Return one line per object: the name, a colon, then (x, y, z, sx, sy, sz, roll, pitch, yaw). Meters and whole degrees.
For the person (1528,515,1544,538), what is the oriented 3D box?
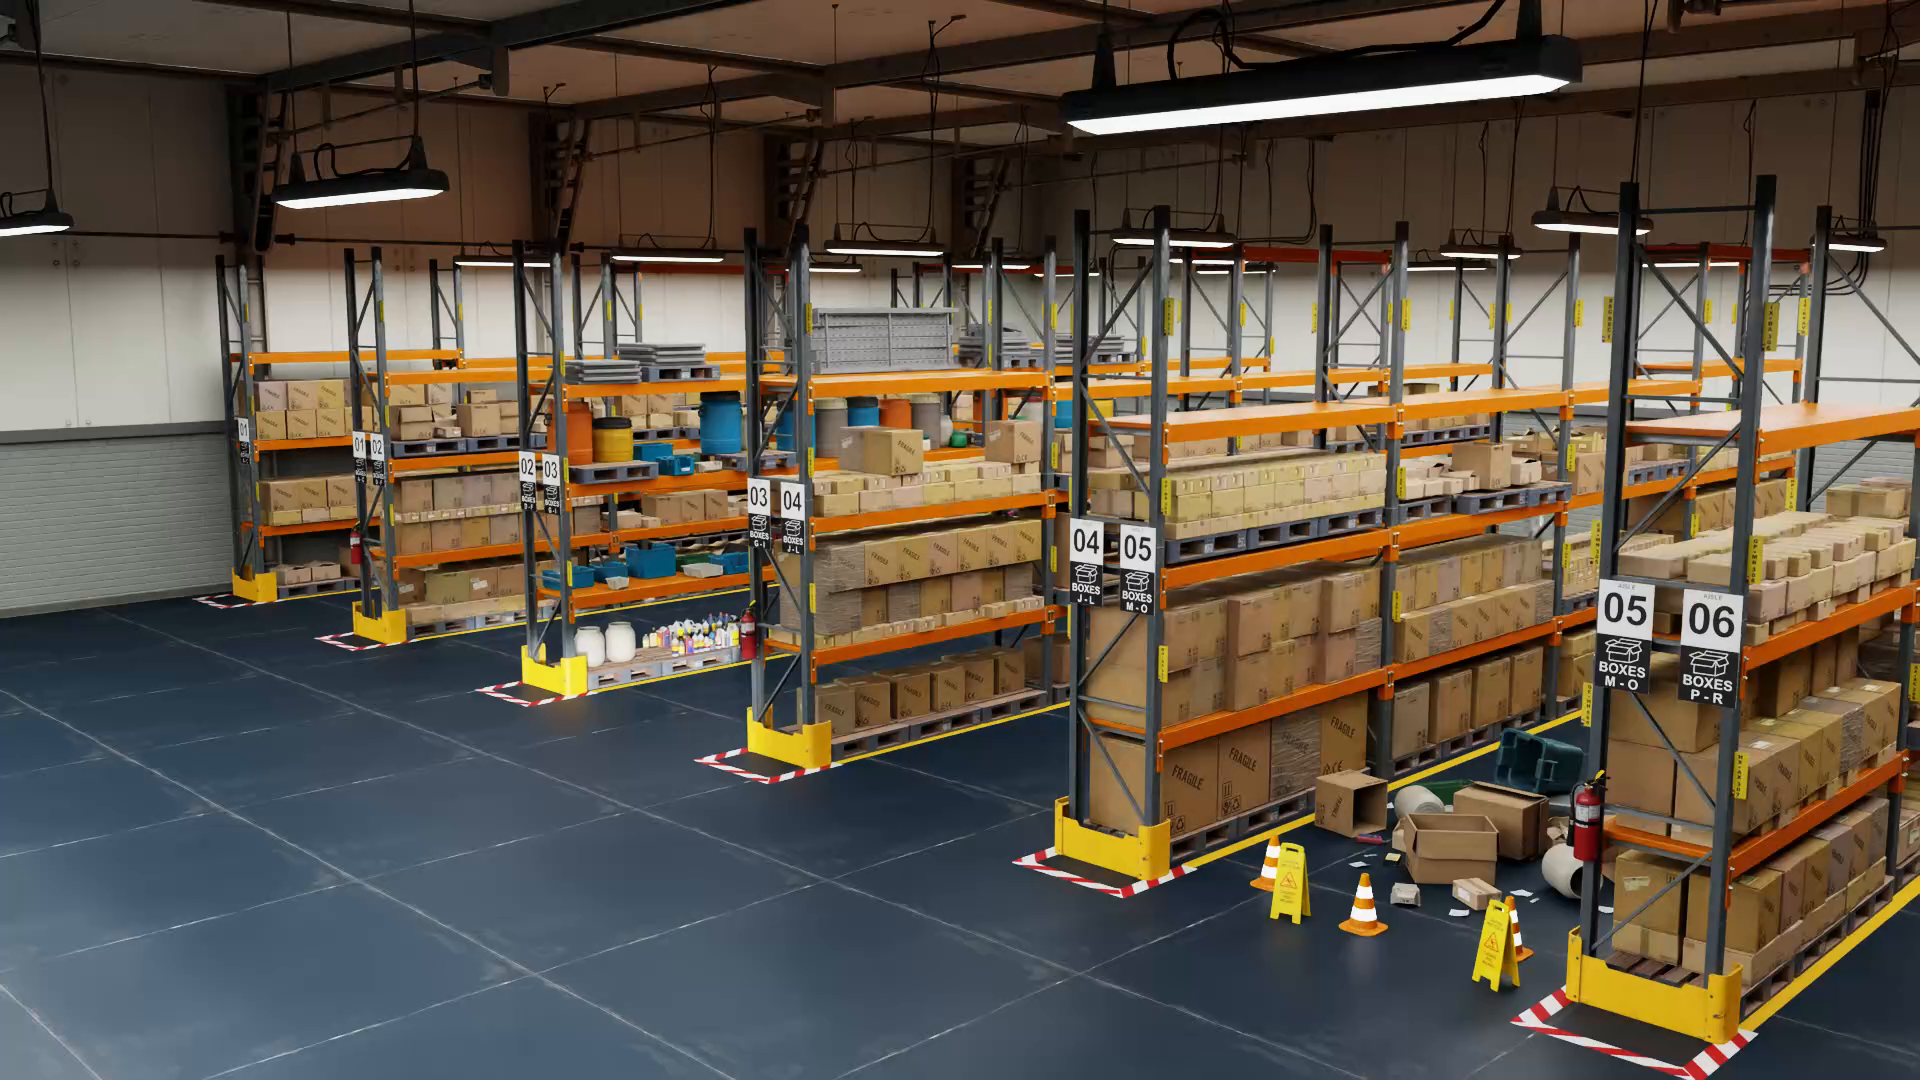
person: (11.257, -0.198, 32.332, 0.749, 1.580, 0.445, 2, 8, 14)

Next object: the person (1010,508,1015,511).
person: (0.980, -1.392, 40.196, 0.615, 1.726, 1.065, 6, 10, 37)
